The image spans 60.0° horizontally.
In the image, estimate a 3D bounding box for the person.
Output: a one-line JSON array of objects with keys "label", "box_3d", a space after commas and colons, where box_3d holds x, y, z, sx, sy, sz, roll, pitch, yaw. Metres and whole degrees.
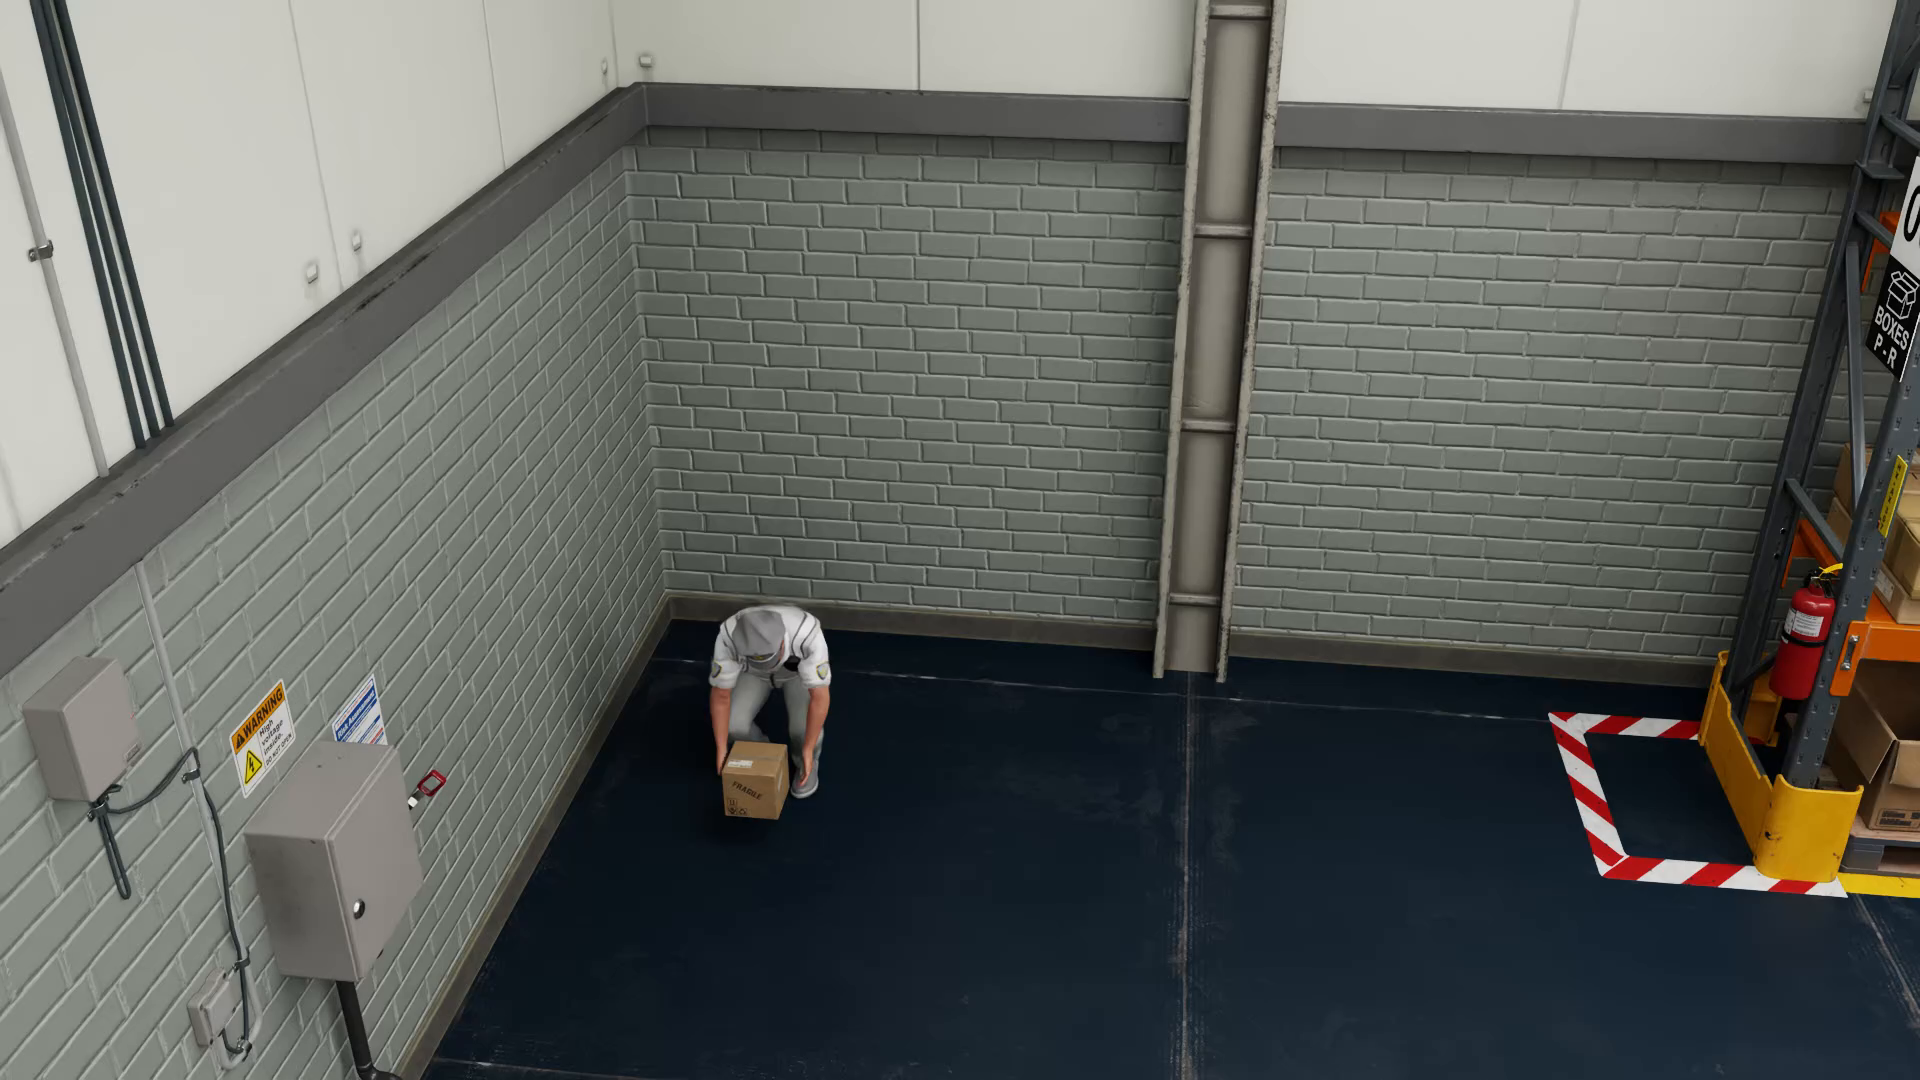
[{"label": "person", "box_3d": [-0.869, 0.709, 7.919, 0.577, 1.165, 0.903, 3, 28, 6]}]
